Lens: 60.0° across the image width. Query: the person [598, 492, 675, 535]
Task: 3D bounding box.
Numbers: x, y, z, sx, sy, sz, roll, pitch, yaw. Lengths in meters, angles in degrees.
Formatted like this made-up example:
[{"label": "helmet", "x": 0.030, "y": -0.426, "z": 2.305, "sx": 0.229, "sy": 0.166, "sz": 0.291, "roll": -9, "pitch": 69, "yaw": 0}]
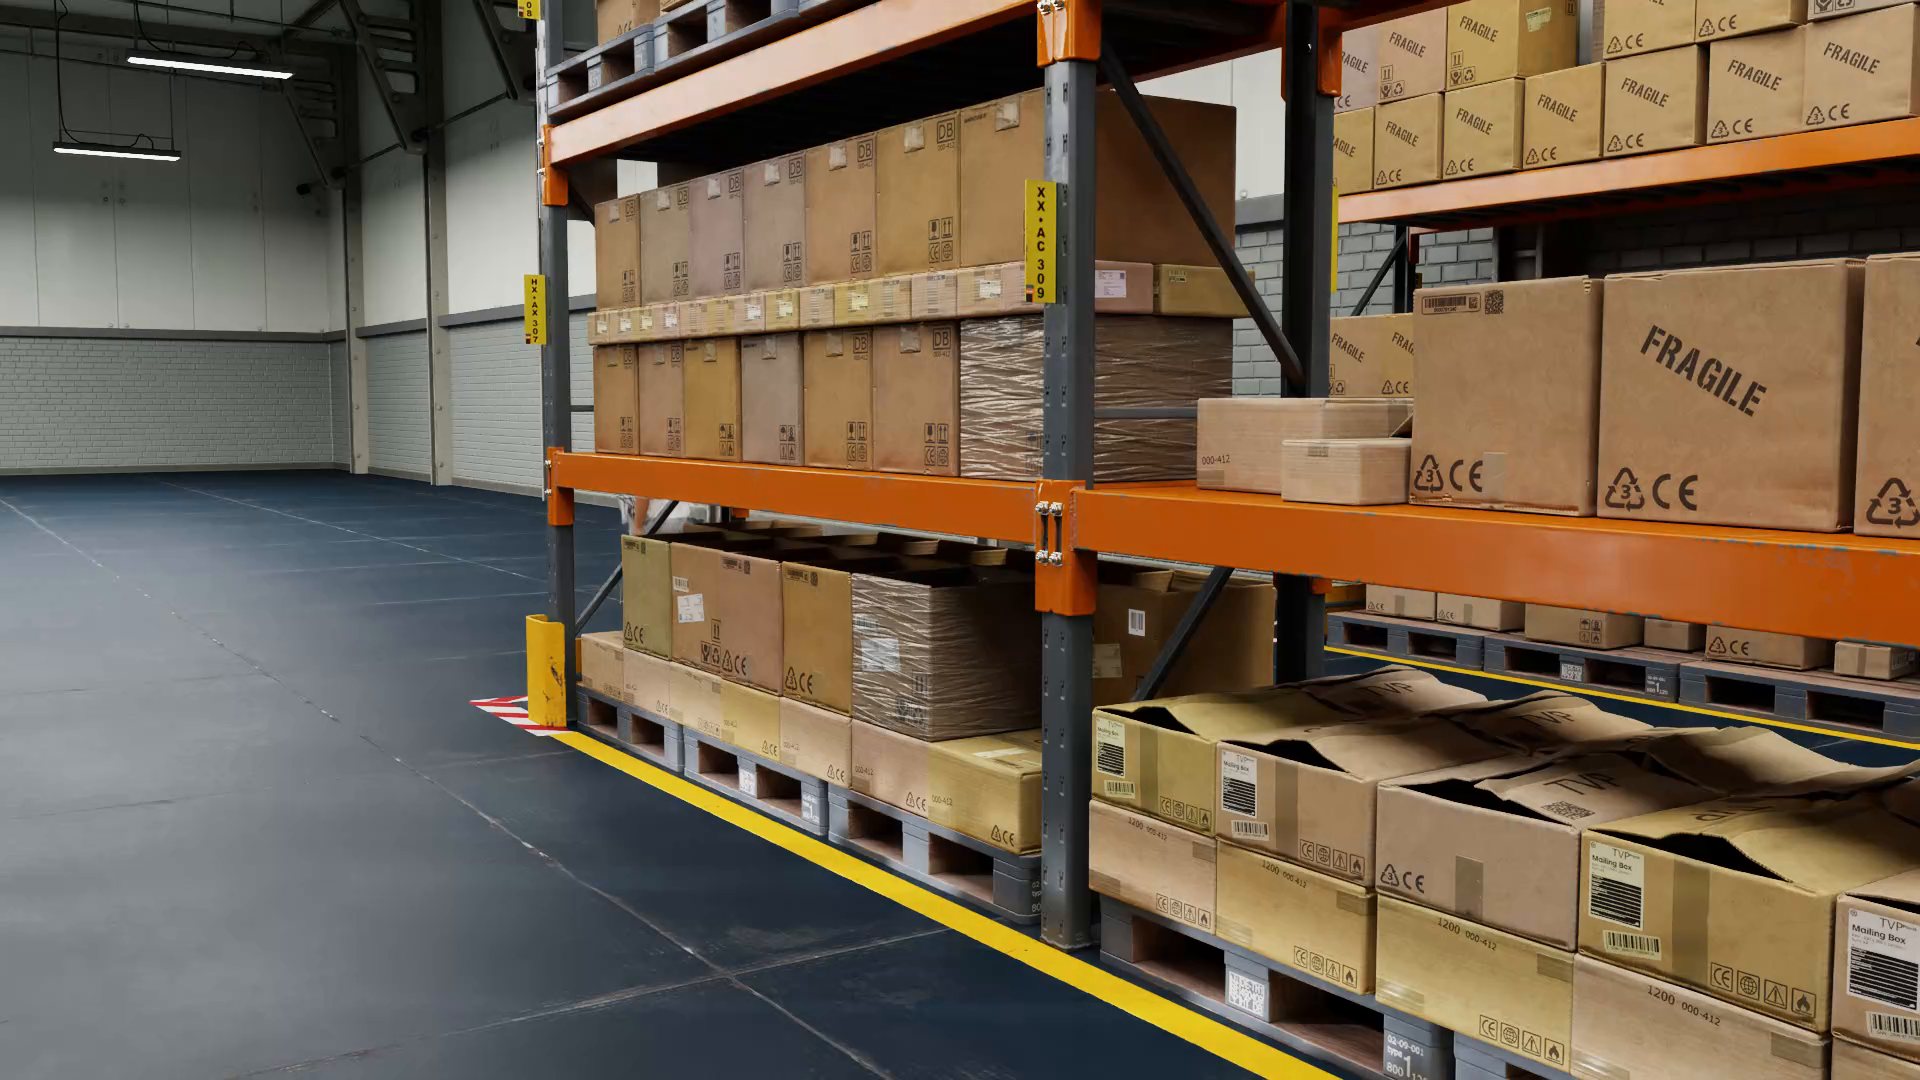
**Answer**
[{"label": "person", "x": -1.816, "y": -0.103, "z": 9.682, "sx": 0.751, "sy": 1.635, "sz": 0.492, "roll": 1, "pitch": 5, "yaw": 7}]
